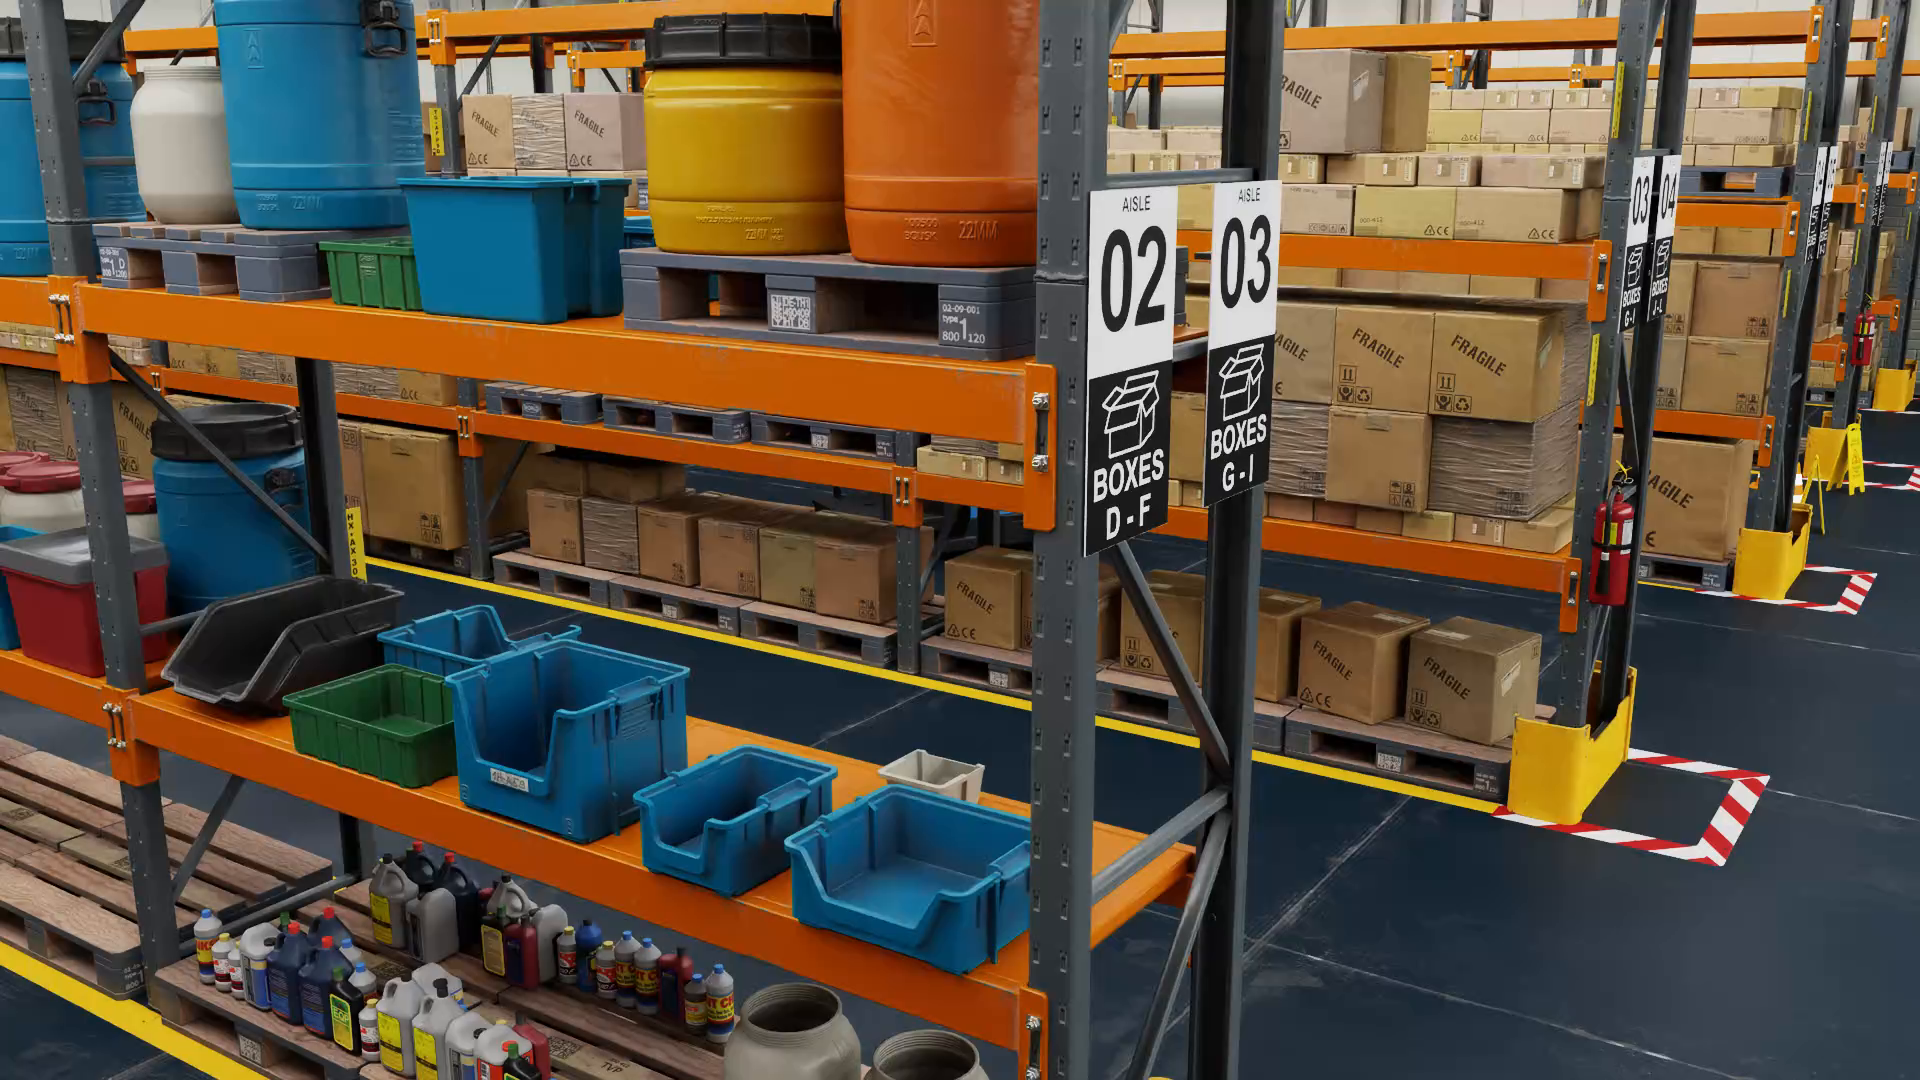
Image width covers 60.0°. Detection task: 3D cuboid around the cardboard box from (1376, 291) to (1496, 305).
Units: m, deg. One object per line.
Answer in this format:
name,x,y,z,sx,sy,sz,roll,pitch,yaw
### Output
cardboard box,2.539,-1.053,8.928,0.500,0.500,0.500,9,17,33

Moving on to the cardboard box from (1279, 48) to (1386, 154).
cardboard box,1.827,-2.228,8.469,0.500,0.500,0.500,9,17,33

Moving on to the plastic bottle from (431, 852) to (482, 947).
plastic bottle,-1.974,1.400,6.524,0.185,0.351,0.144,8,16,30

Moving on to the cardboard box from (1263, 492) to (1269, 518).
cardboard box,1.600,-0.234,9.048,0.250,0.149,0.380,9,17,33

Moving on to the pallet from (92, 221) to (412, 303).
pallet,-2.176,-1.014,5.829,1.003,0.211,1.213,9,17,33

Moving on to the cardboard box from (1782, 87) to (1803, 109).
cardboard box,6.007,-3.236,12.191,0.250,0.149,0.380,9,17,33

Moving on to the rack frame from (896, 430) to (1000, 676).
rack frame,-0.065,-0.715,10.469,0.127,3.000,1.000,9,17,33

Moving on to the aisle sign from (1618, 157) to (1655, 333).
aisle sign,3.139,-1.372,7.714,0.004,0.787,0.394,9,17,33

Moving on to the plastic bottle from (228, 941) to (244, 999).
plastic bottle,-2.640,1.575,6.127,0.097,0.201,0.097,0,14,0

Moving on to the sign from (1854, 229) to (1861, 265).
sign,8.459,-2.762,15.670,0.005,0.325,0.100,9,17,33

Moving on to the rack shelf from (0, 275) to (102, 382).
rack shelf,-1.726,-3.080,16.851,10.306,1.127,20.352,9,17,33

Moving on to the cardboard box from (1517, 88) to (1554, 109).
cardboard box,4.372,-3.309,12.489,0.250,0.149,0.380,9,17,33

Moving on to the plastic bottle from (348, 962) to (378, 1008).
plastic bottle,-2.091,1.612,5.831,0.097,0.271,0.097,0,14,0

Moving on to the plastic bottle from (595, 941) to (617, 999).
plastic bottle,-1.290,1.576,6.122,0.097,0.201,0.097,0,14,0

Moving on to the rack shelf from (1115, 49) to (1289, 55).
rack shelf,1.128,-4.397,14.889,3.687,0.071,0.831,9,17,33

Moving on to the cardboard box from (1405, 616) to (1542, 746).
cardboard box,2.746,0.744,8.903,0.500,0.500,0.500,13,19,43

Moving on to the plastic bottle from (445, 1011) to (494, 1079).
plastic bottle,-1.587,1.701,5.462,0.135,0.276,0.152,9,16,31

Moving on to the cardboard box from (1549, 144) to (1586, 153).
cardboard box,4.588,-2.888,12.445,0.250,0.149,0.380,9,17,33

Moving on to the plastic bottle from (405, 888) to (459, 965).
plastic bottle,-2.036,1.469,6.400,0.135,0.276,0.152,9,17,33

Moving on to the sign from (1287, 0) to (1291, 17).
sign,4.620,-7.512,23.333,0.005,0.325,0.100,9,17,33

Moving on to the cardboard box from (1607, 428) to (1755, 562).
cardboard box,5.507,-0.404,12.761,0.875,0.875,0.875,9,17,33

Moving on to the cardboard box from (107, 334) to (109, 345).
cardboard box,-7.646,-1.935,15.091,0.500,0.250,0.500,10,17,34

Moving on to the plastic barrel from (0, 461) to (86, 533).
plastic barrel,-4.109,-0.064,7.555,0.433,0.535,0.433,0,14,0

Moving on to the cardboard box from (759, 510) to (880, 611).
cardboard box,-0.947,0.131,11.340,0.500,0.500,0.700,9,17,32

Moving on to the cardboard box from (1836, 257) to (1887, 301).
cardboard box,10.998,-3.207,20.327,0.500,0.500,0.500,9,16,32

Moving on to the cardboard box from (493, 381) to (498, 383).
cardboard box,-3.635,-1.419,13.106,0.500,0.500,0.500,10,17,34

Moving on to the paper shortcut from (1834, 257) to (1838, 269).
paper shortcut,3.157,-3.725,16.412,7.419,4.891,15.755,-27,-14,31

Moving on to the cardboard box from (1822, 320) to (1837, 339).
cardboard box,8.619,-2.119,16.665,0.250,0.149,0.380,9,17,33

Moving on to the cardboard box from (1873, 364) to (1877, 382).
cardboard box,11.254,-2.119,20.987,0.500,0.250,0.500,9,17,33

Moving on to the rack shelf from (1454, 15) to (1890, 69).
rack shelf,7.126,-4.984,16.733,4.000,0.370,1.077,9,17,33

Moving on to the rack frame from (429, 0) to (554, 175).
rack frame,-3.384,-4.163,11.915,0.127,3.000,1.000,9,17,33

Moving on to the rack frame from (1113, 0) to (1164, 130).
rack frame,2.147,-6.139,19.897,0.127,3.000,1.000,9,17,33

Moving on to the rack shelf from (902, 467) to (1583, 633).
rack shelf,1.595,-0.097,9.472,4.000,0.370,1.077,9,17,33

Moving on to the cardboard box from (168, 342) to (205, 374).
cardboard box,-6.461,-1.725,14.340,0.500,0.500,0.500,9,17,33

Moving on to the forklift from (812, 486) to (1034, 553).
forklift,-3.336,-0.950,11.561,9.518,2.935,1.550,-7,16,-27

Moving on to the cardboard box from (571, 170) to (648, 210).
cardboard box,-2.278,-2.385,11.284,0.500,0.250,0.500,10,17,34

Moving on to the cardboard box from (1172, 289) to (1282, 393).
cardboard box,1.418,-1.083,9.049,0.500,0.500,0.500,9,17,33

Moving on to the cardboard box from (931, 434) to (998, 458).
cardboard box,0.274,-0.835,10.127,0.500,0.500,0.875,9,17,33

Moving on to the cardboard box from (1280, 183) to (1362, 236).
cardboard box,1.876,-1.712,8.568,0.500,0.250,0.500,10,17,34

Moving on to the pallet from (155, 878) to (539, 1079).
pallet,-2.295,1.725,6.417,1.213,0.211,1.003,9,17,33

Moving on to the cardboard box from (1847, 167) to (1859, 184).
cardboard box,8.691,-3.598,16.395,0.250,0.149,0.380,9,17,33

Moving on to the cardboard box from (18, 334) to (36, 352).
cardboard box,-8.634,-1.883,15.710,0.250,0.149,0.380,9,16,31

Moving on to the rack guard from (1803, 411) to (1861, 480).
rack guard,8.722,-0.951,16.625,0.348,0.500,1.175,9,17,33

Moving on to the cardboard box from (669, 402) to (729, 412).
cardboard box,-1.555,-1.183,11.271,0.637,0.503,0.797,11,18,38

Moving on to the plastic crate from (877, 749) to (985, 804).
plastic crate,-0.073,0.753,5.088,0.250,0.136,0.298,9,17,33

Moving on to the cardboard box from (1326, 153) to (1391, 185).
cardboard box,2.054,-1.890,8.457,0.250,0.149,0.380,9,17,33

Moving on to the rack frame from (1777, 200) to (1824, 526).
rack frame,6.105,-1.153,12.239,0.053,2.616,0.949,9,17,33

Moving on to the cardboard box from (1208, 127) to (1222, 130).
cardboard box,3.868,-6.050,24.642,0.250,0.149,0.380,9,16,32

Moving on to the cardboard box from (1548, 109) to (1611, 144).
cardboard box,4.714,-3.079,12.386,0.500,0.250,0.500,9,17,32

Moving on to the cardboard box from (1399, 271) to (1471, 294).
cardboard box,3.967,-2.081,13.426,0.550,0.550,0.875,9,17,33

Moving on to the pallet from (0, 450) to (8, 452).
pallet,-9.315,-0.879,16.935,1.213,0.211,1.003,9,17,33

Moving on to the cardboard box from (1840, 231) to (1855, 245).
cardboard box,10.916,-3.685,20.291,0.250,0.149,0.380,9,17,33

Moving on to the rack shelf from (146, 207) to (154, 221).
rack shelf,-5.043,-2.626,13.445,4.000,0.370,1.077,9,17,33

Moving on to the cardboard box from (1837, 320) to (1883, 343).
cardboard box,11.259,-2.601,20.856,0.500,0.250,0.500,9,16,32

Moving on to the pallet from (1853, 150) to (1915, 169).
pallet,10.980,-4.658,20.338,1.213,0.211,1.003,9,17,33
